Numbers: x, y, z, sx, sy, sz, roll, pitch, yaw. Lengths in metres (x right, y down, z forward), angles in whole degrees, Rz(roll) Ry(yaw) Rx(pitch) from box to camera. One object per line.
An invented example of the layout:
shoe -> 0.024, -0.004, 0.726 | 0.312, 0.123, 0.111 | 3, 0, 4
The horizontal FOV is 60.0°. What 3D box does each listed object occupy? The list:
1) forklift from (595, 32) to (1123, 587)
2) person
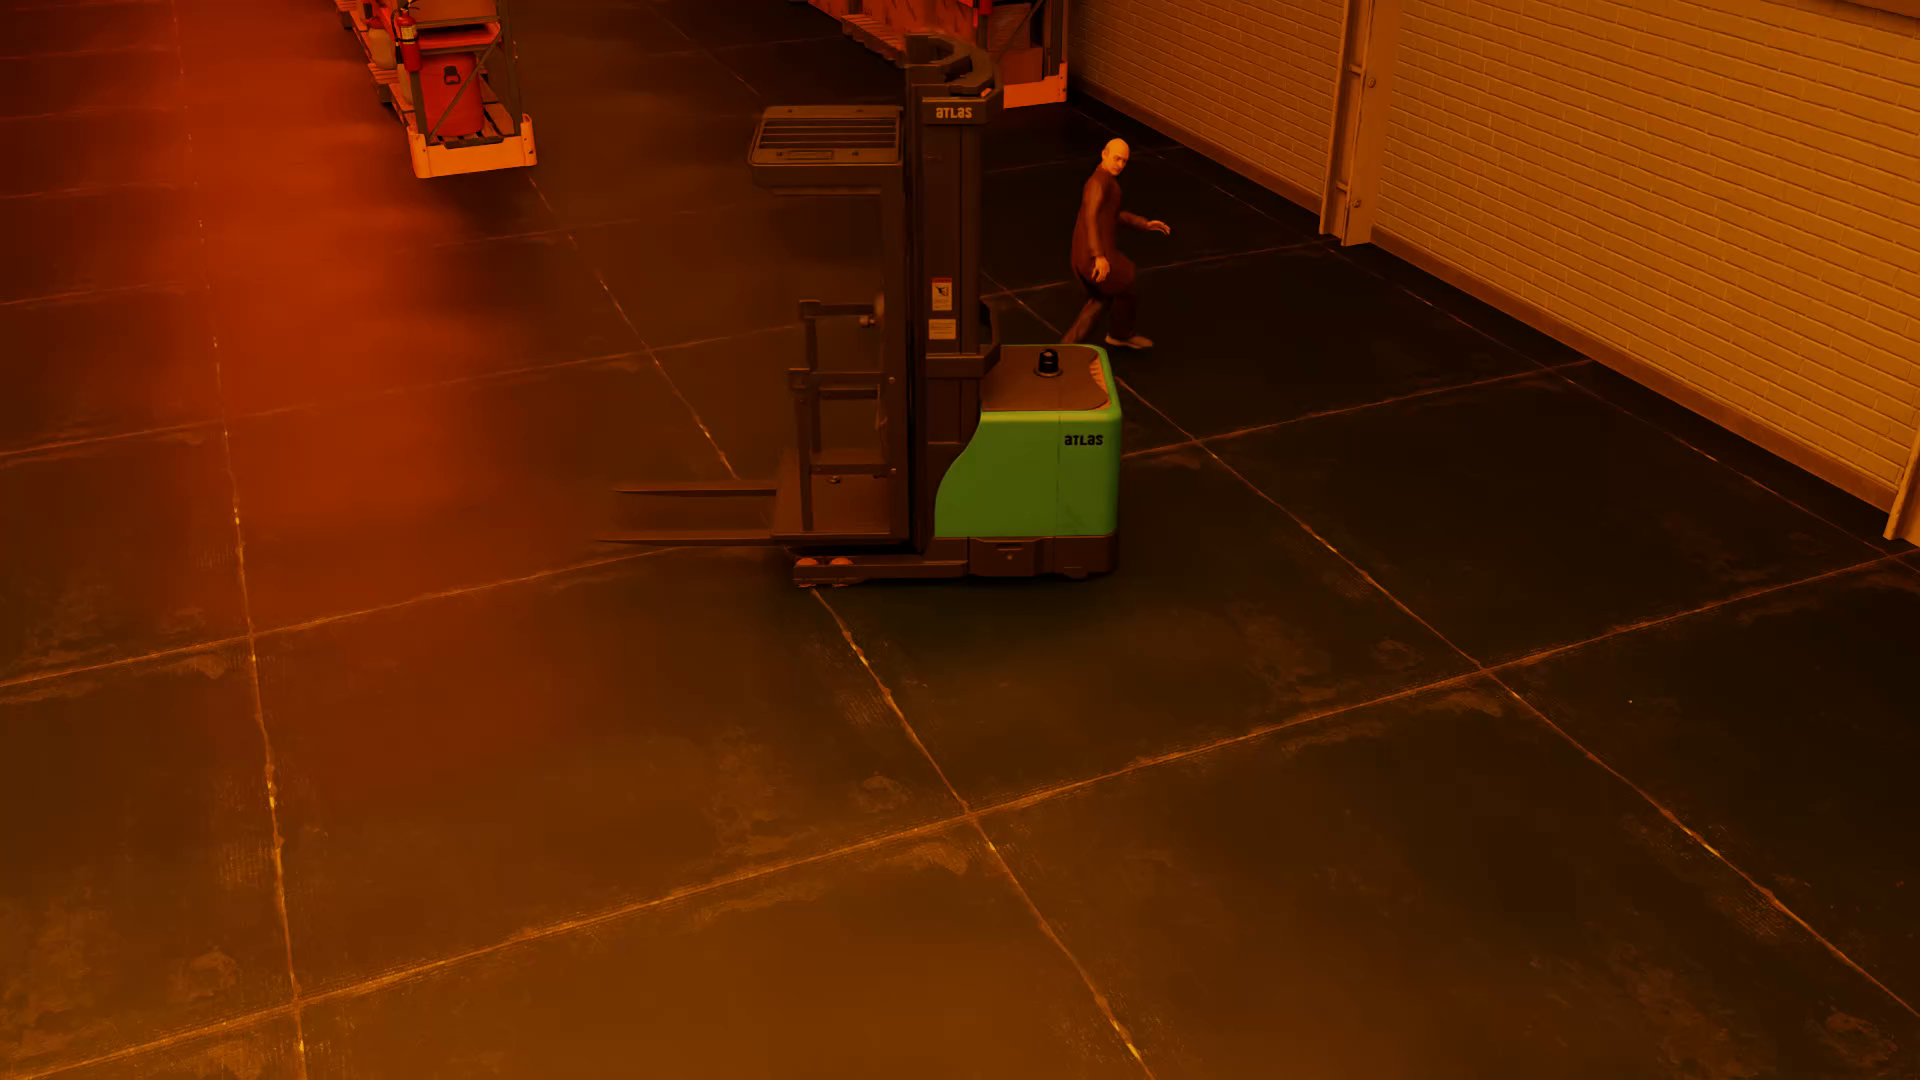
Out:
forklift -> -0.610, -1.265, 9.333 | 3.031, 2.935, 1.130 | -1, 30, -1
person -> 1.144, -2.056, 12.050 | 0.866, 1.646, 0.830 | -9, 31, -16
